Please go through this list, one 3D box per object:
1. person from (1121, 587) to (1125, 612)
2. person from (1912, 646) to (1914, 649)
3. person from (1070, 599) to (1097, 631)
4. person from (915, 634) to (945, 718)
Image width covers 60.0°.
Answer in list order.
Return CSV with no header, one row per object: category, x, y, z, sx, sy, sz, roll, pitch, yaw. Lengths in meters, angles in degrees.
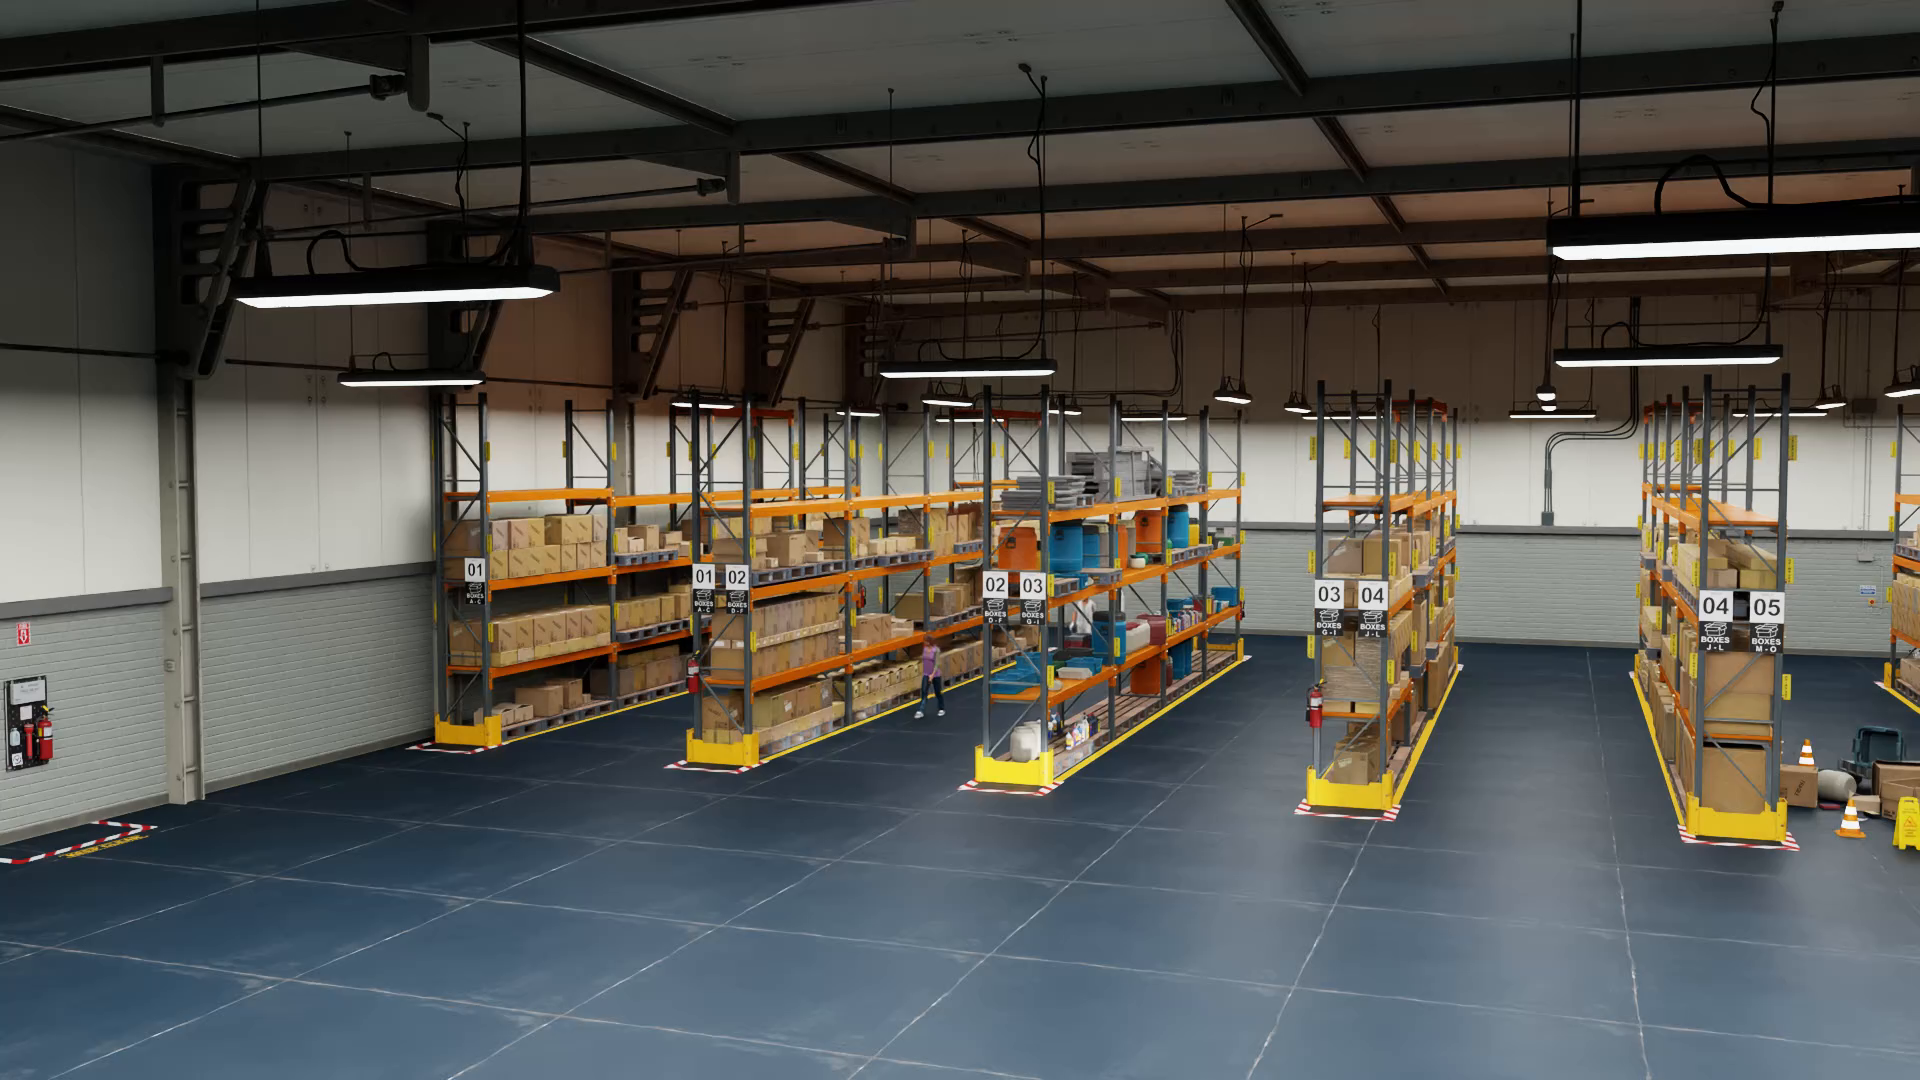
person,3.983,1.802,42.817,0.513,1.708,0.577,3,4,41
person,21.202,1.964,36.705,0.431,0.933,0.593,0,3,0
person,2.898,1.896,38.711,0.653,1.544,1.102,1,3,17
person,-0.579,2.547,31.090,0.438,1.560,0.893,2,4,32
